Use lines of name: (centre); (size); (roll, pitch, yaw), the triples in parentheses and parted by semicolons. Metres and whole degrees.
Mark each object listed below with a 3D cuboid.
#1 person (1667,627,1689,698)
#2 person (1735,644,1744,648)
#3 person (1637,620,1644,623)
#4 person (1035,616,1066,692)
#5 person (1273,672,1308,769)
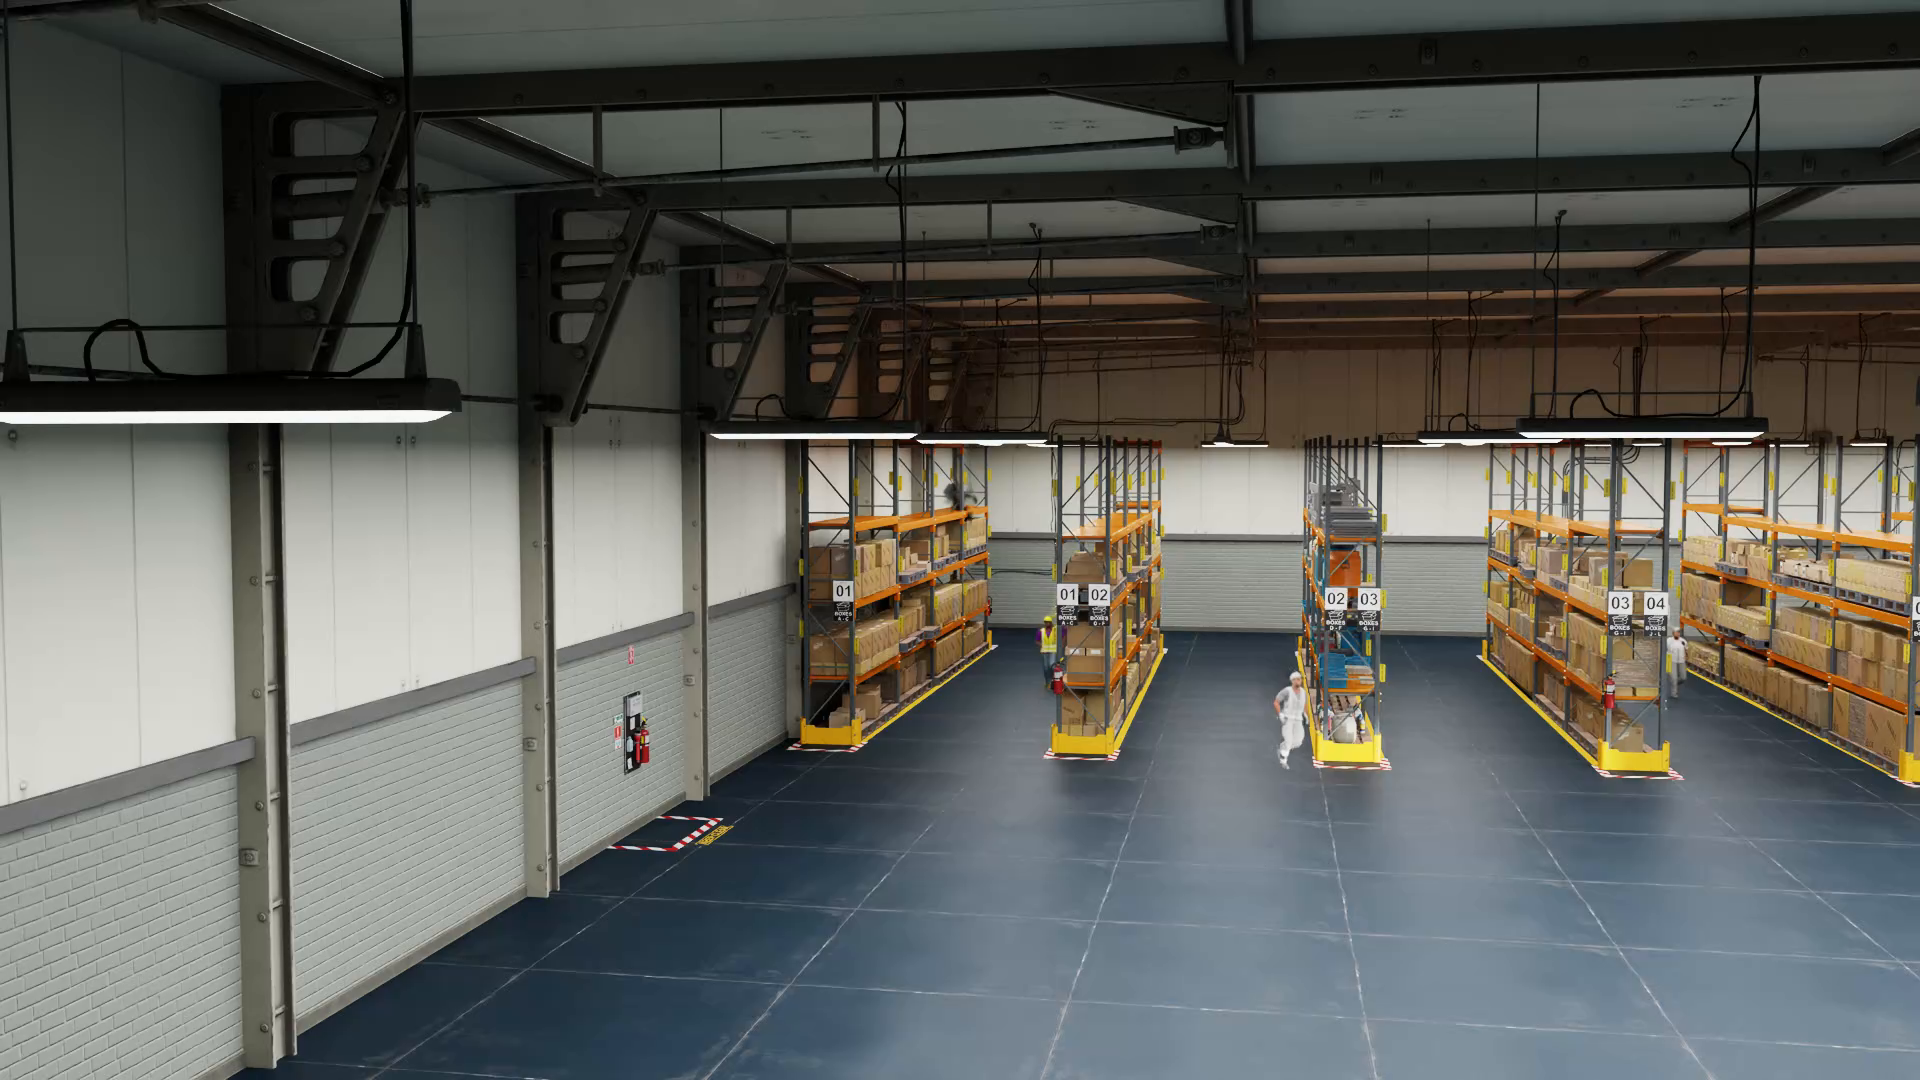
person: (16.585, 2.829, 38.559); (0.588, 1.615, 0.576); (0, 3, 8)
person: (21.084, 2.481, 45.137); (0.705, 1.645, 0.764); (-1, 3, -21)
person: (17.974, 2.455, 44.433); (0.725, 1.820, 0.769); (2, 3, 26)
person: (2.136, 2.719, 39.686); (0.707, 1.790, 0.734); (1, 3, 15)
person: (5.990, 3.245, 30.052); (0.703, 1.727, 0.573); (-1, 3, -20)
